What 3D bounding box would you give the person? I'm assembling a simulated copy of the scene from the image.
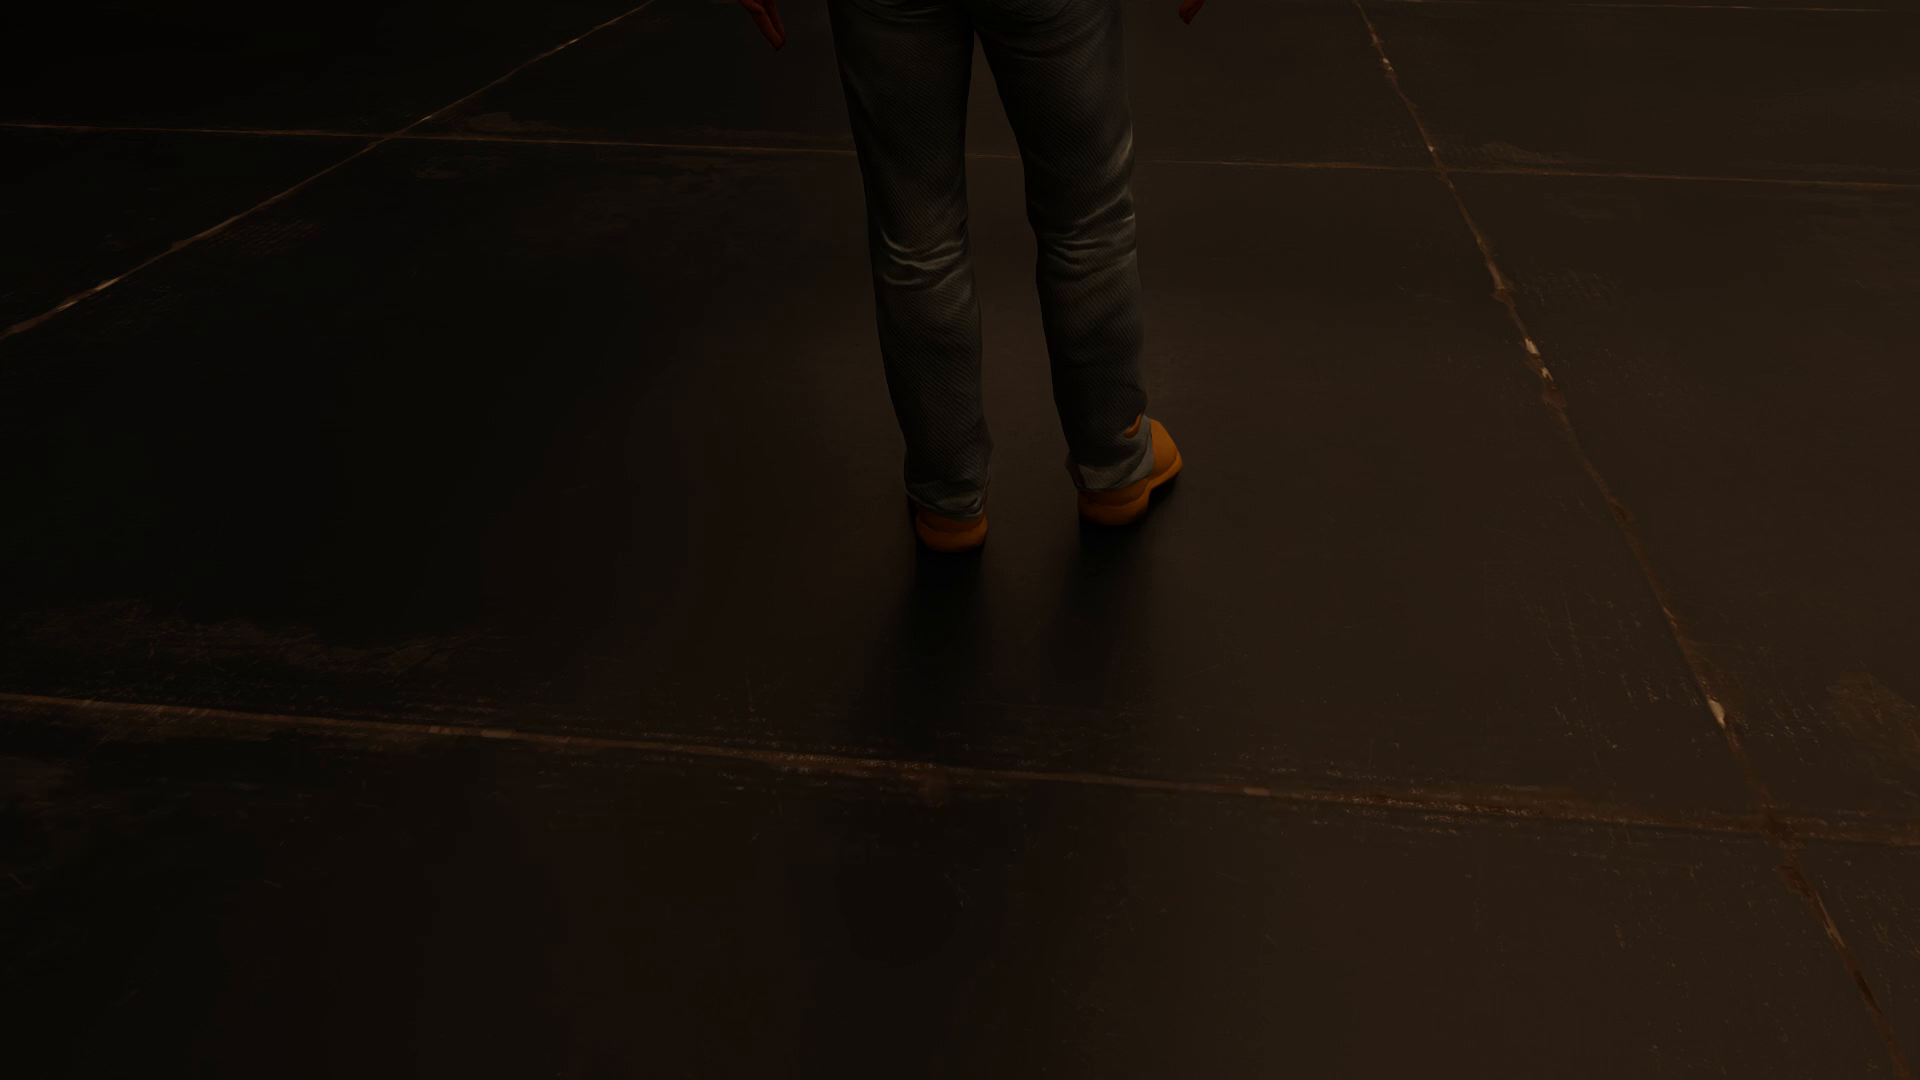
[{"bbox_3d":[0.015,-0.828,2.164,0.665,1.768,0.575,3,27,7],"label":"person"}]
